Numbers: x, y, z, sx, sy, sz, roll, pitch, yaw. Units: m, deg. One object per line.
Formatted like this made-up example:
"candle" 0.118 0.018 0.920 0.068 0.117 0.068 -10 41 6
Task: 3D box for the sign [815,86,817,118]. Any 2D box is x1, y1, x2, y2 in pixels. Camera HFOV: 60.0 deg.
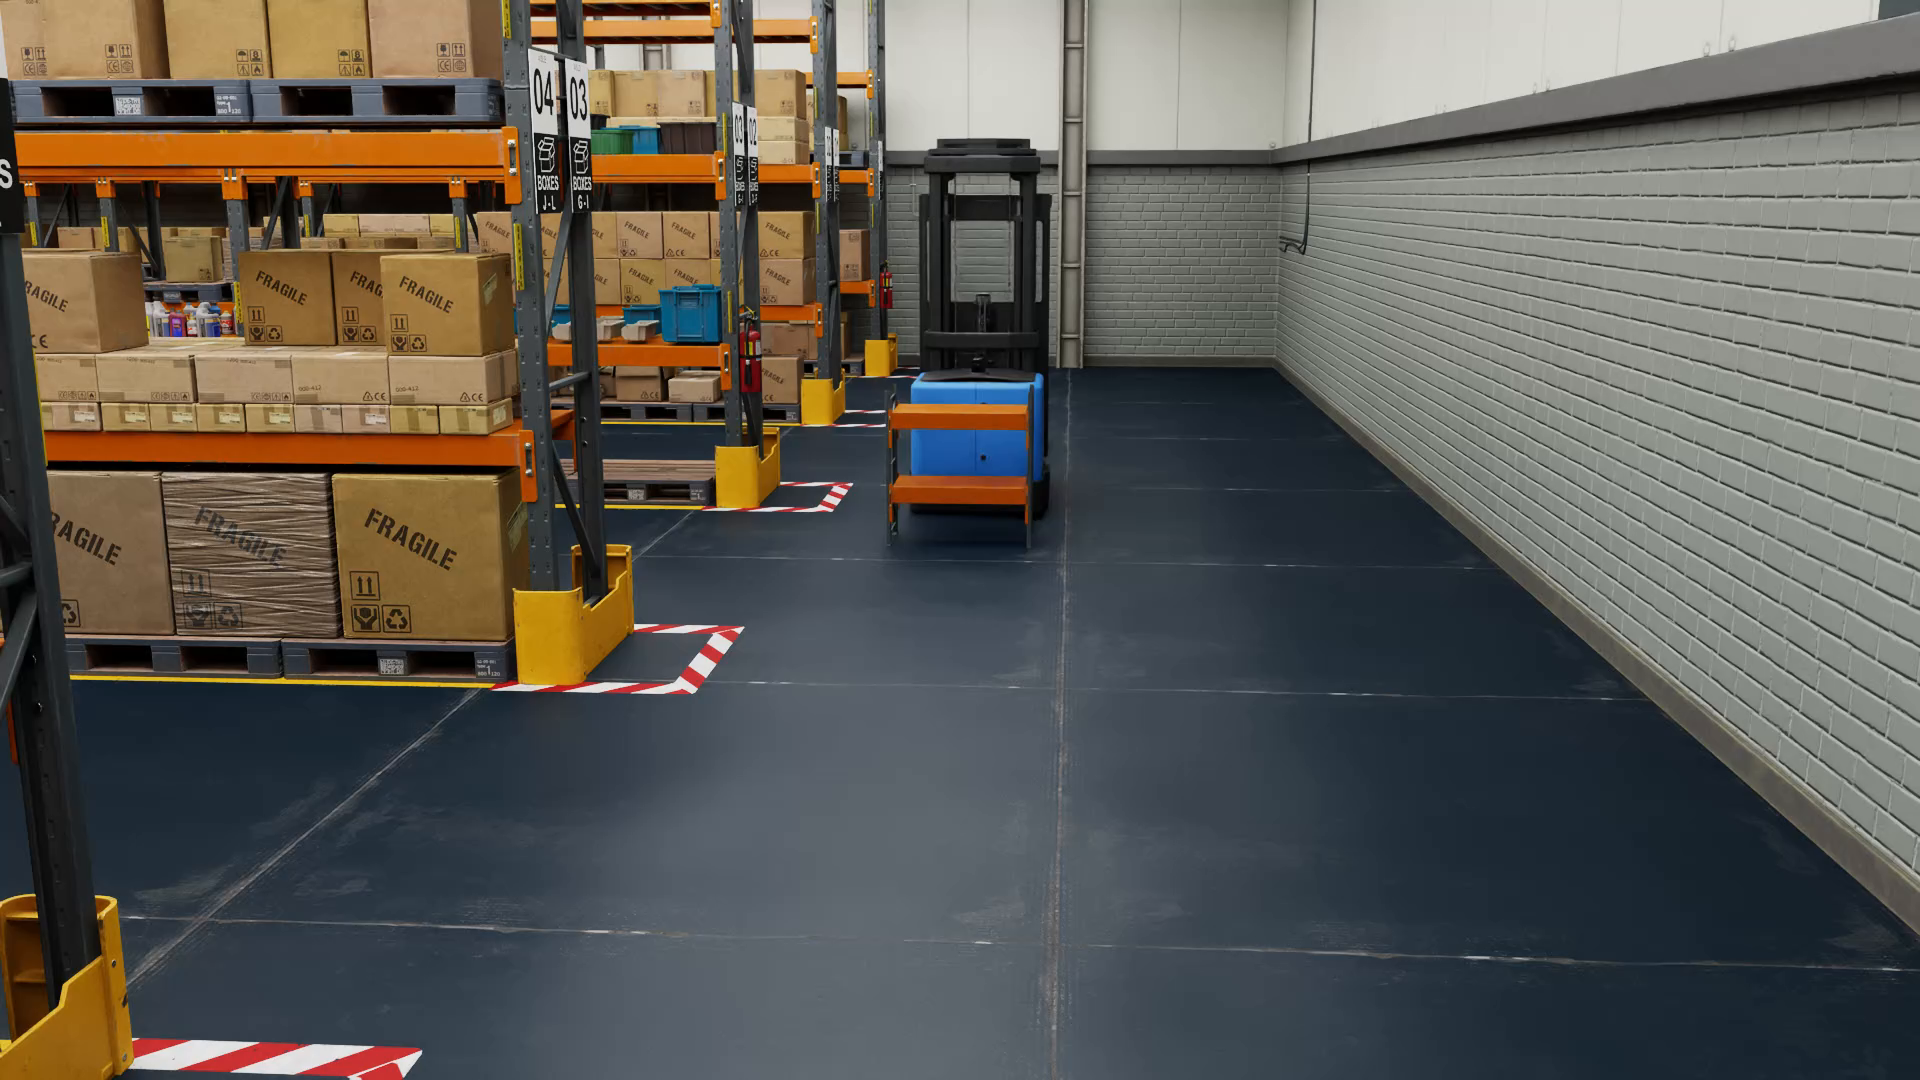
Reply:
"sign" -1.526 -4.644 17.654 0.005 0.325 0.100 1 12 4

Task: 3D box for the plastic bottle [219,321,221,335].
"plastic bottle" -6.220 -1.766 13.871 0.097 0.201 0.097 0 12 0

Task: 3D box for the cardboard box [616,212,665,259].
"cardboard box" -3.466 -3.364 18.336 0.500 0.500 0.500 1 12 6

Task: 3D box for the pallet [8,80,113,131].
"pallet" -5.310 -2.298 8.818 1.213 0.211 1.003 1 12 4

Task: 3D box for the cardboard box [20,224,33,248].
"cardboard box" -13.608 -4.278 23.881 0.500 0.500 0.500 1 12 4

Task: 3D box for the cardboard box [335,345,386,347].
"cardboard box" -3.115 -0.971 9.226 0.500 0.250 0.500 1 12 3

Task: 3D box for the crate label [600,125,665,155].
"crate label" -2.703 -3.318 13.840 0.502 0.251 0.408 1 12 4

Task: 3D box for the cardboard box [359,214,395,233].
"cardboard box" -8.152 -4.482 23.519 0.500 0.250 0.500 1 12 3

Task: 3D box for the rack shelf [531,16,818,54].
"rack shelf" -3.465 -5.466 18.183 4.000 0.370 1.077 1 12 4

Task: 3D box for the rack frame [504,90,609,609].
"rack frame" -2.135 -0.832 8.918 0.127 3.000 1.000 1 12 4

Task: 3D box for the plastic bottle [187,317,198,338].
"plastic bottle" -6.327 -1.736 13.728 0.097 0.201 0.097 0 12 0

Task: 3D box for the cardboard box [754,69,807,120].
"cardboard box" -1.983 -4.866 18.191 0.500 0.500 0.700 1 12 4

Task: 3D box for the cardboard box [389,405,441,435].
"cardboard box" -2.772 -0.650 8.661 0.250 0.149 0.380 1 12 4

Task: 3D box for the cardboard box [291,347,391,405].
"cardboard box" -3.142 -0.863 8.710 0.500 0.250 0.500 1 12 3

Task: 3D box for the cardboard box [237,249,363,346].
"cardboard box" -3.612 -1.345 9.182 0.500 0.500 0.500 0 12 2

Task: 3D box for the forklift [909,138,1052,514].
"forklift" 0.220 -1.894 14.166 1.130 2.935 3.031 1 12 4

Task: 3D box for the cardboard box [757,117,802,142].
"cardboard box" -1.999 -4.450 18.034 0.500 0.250 0.500 1 12 4

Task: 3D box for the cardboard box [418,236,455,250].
"cardboard box" -5.918 -3.217 19.051 0.500 0.500 0.700 -3 12 -15

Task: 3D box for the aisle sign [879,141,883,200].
"aisle sign" -1.090 -5.078 22.867 0.004 0.787 0.394 1 12 4

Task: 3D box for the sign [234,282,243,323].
"sign" -5.834 -1.921 13.452 0.005 0.325 0.100 1 12 4

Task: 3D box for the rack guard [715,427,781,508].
"rack guard" -1.779 -0.622 14.023 0.348 0.500 1.175 1 12 4

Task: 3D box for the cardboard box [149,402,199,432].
"cardboard box" -4.037 -0.667 8.746 0.250 0.149 0.380 1 12 5

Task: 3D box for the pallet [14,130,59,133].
"pallet" -7.716 -3.280 13.756 1.213 0.211 1.003 1 12 4

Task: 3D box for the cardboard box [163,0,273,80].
"cardboard box" -3.730 -2.629 8.670 0.500 0.500 0.700 0 12 0

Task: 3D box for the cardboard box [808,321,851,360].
"cardboard box" -1.847 -2.839 23.592 0.500 0.500 0.700 1 12 4

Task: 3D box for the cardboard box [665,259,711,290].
"cardboard box" -2.950 -2.869 18.415 0.500 0.500 0.500 1 12 4

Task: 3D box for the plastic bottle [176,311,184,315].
"plastic bottle" -6.808 -1.899 14.504 0.097 0.201 0.097 0 12 0

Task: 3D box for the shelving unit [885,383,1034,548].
"shelving unit" 0.007 -0.550 12.152 1.048 1.125 0.538 1 12 4

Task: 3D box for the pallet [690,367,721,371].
"pallet" -3.159 -2.515 23.775 1.213 0.211 1.003 1 12 4

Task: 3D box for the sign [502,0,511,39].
"sign" -2.185 -2.584 8.000 0.005 0.325 0.100 1 12 4

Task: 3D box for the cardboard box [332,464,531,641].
"cardboard box" -2.779 0.010 9.057 0.875 0.875 0.875 1 12 4

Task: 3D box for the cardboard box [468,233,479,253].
"cardboard box" -6.621 -4.095 23.499 0.500 0.500 0.500 1 12 4

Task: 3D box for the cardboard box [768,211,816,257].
"cardboard box" -1.894 -3.454 18.767 0.500 0.500 0.500 1 12 5

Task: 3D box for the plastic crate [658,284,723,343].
"plastic crate" -2.151 -1.857 13.585 0.499 0.435 0.616 1 12 4

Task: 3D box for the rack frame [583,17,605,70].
"rack frame" -5.133 -6.859 23.078 0.127 3.000 1.000 1 12 4

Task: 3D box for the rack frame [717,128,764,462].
"rack frame" -1.804 -1.844 13.755 0.127 3.000 1.000 1 12 4

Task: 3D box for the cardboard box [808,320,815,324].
"cardboard box" -1.987 -3.121 23.356 0.250 0.149 0.380 1 12 3

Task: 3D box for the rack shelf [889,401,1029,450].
"rack shelf" 0.007 -0.837 12.093 1.000 0.278 0.538 1 12 4

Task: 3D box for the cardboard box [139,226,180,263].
"cardboard box" -11.393 -4.270 24.038 0.500 0.500 0.700 2 12 12

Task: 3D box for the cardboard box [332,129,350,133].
"cardboard box" -6.626 -4.708 18.610 0.600 0.600 0.600 1 12 3

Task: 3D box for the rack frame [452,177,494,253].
"rack frame" -5.460 -2.910 18.854 0.127 3.000 1.000 1 12 4

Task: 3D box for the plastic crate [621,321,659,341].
"plastic crate" -2.630 -1.718 13.653 0.243 0.136 0.396 1 12 4

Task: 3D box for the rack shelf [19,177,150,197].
"rack shelf" -11.447 -4.108 19.013 4.000 0.370 1.077 1 12 4

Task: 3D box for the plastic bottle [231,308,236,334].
"plastic bottle" -6.266 -1.935 14.478 0.133 0.283 0.061 1 12 4

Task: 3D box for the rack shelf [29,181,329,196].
"rack shelf" -11.120 -5.120 23.852 4.000 0.370 1.077 1 12 4

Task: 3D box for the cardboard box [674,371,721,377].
"cardboard box" -2.991 -1.804 19.207 0.500 0.250 0.500 1 12 4

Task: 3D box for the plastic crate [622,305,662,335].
"plastic crate" -2.685 -1.871 14.147 0.300 0.233 0.416 1 12 4

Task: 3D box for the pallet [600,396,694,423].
"pallet" -3.555 -1.519 19.017 1.213 0.211 1.003 1 12 4

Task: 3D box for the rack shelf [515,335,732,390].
"rack shelf" -3.800 -1.519 13.960 4.000 0.370 1.077 1 12 4

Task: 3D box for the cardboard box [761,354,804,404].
"cardboard box" -2.028 -1.804 18.599 0.500 0.500 0.500 1 12 4

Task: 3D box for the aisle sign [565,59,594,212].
"aisle sign" -2.043 -2.165 8.940 0.004 0.787 0.394 1 12 4

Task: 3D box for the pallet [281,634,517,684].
"pallet" -2.938 0.538 9.180 1.213 0.211 1.003 1 12 4

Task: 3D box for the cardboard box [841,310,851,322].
"cardboard box" -1.709 -3.195 23.713 0.250 0.149 0.380 1 12 4

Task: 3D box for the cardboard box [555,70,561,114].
"cardboard box" -4.483 -4.882 18.269 0.500 0.500 0.700 1 12 4
